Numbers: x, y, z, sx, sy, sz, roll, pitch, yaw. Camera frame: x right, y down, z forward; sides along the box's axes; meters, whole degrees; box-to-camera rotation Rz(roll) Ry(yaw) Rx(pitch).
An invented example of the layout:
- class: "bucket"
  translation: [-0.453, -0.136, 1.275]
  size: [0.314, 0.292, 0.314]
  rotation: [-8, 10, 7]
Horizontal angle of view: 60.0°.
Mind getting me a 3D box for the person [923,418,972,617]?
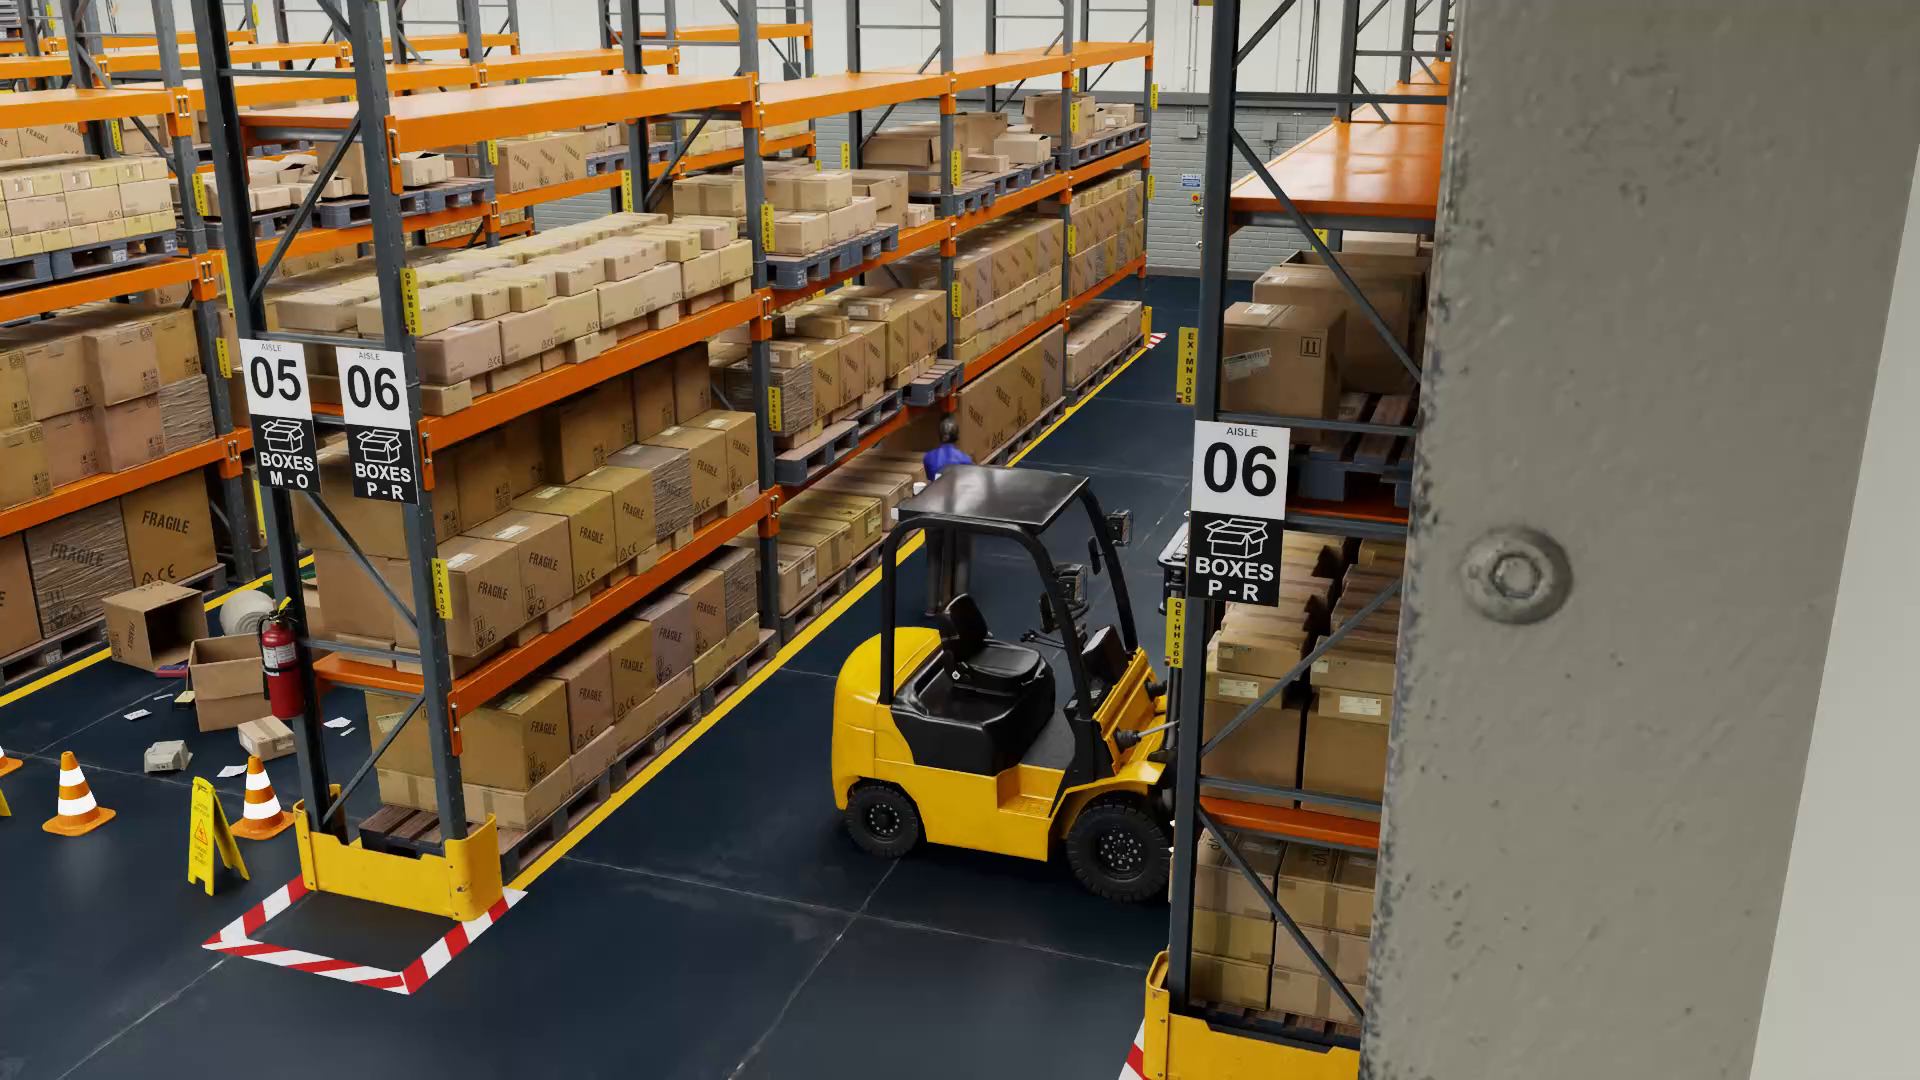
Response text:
- class: "person"
  translation: [-0.082, -0.188, 13.425]
  size: [0.412, 1.647, 0.531]
  rotation: [6, 20, 17]
